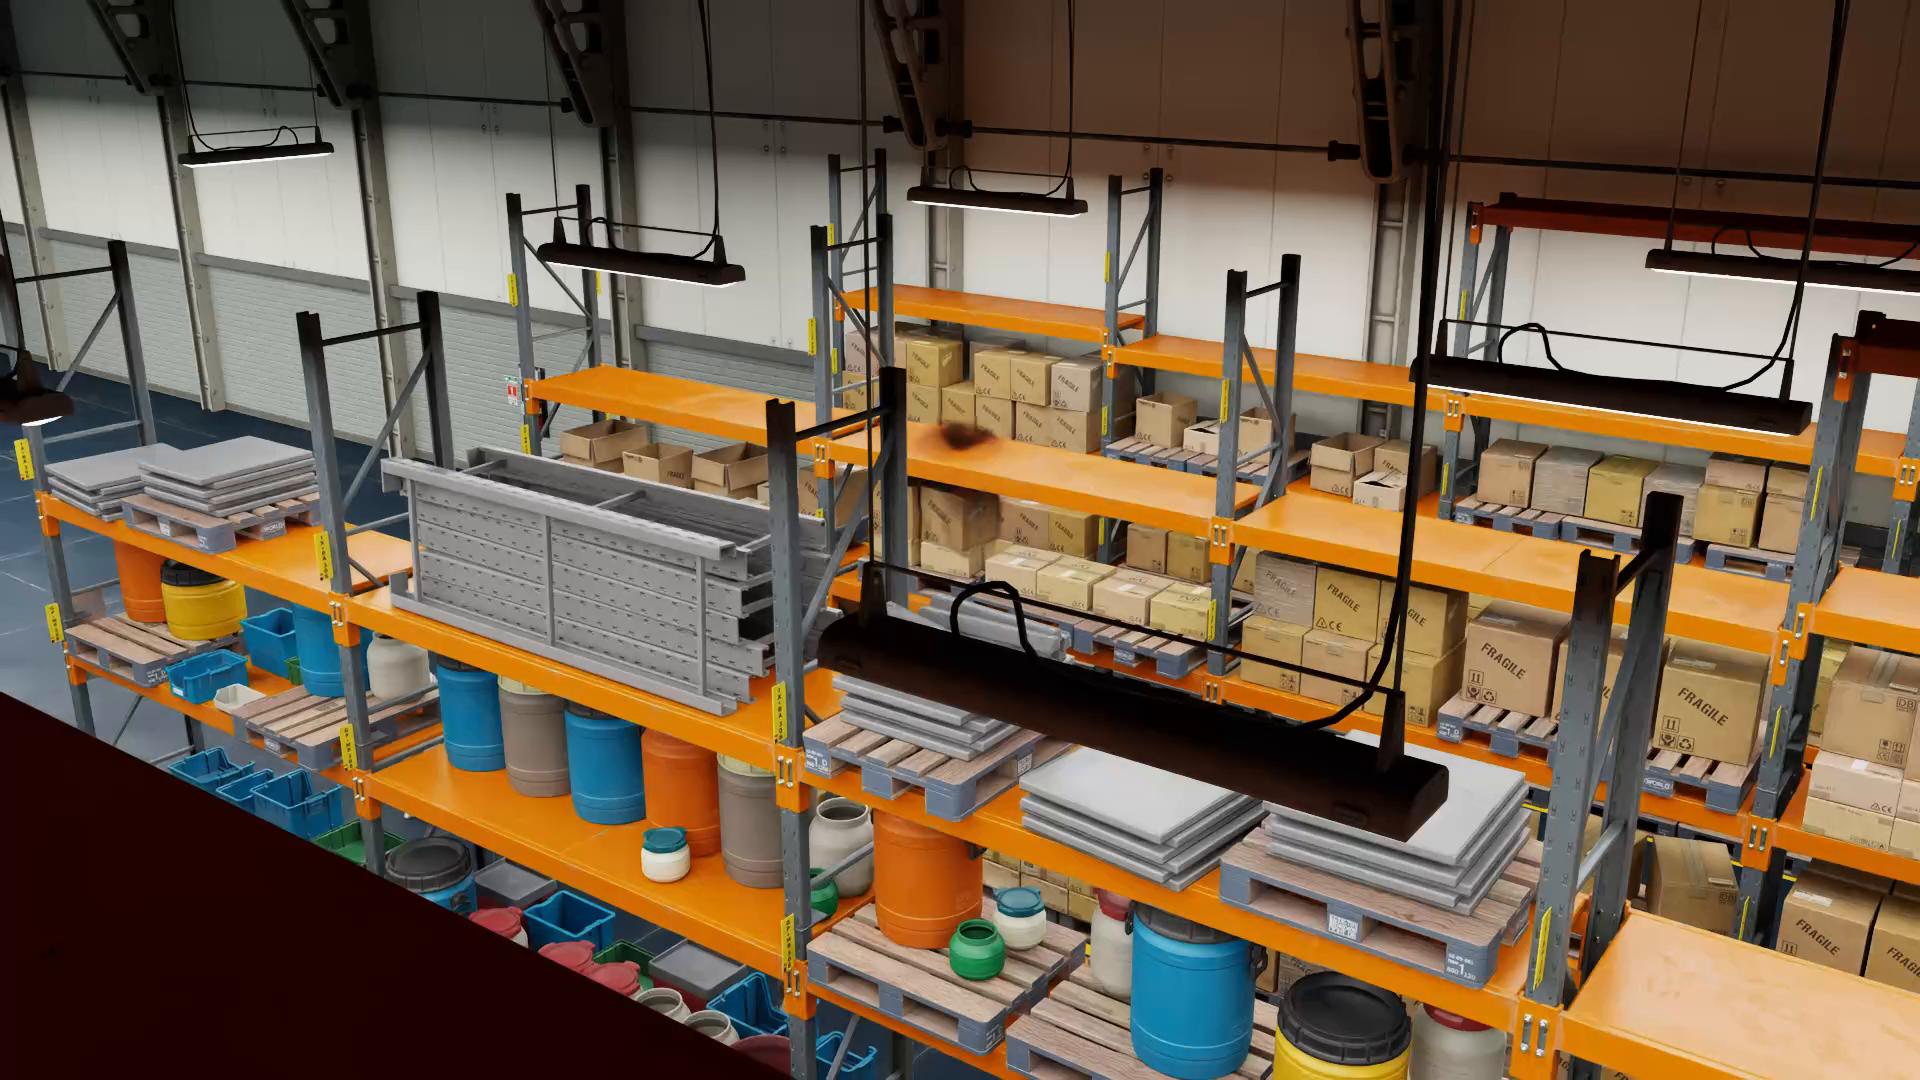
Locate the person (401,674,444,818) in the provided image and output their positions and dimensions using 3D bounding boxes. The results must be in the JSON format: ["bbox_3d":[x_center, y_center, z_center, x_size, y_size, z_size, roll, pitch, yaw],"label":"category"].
[{"bbox_3d":[-5.412,1.952,16.520,0.649,1.807,0.481,-1,19,-4],"label":"person"}]

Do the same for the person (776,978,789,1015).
[{"bbox_3d":[-1.376,3.217,12.980,0.443,1.574,0.419,17,25,42],"label":"person"}]
